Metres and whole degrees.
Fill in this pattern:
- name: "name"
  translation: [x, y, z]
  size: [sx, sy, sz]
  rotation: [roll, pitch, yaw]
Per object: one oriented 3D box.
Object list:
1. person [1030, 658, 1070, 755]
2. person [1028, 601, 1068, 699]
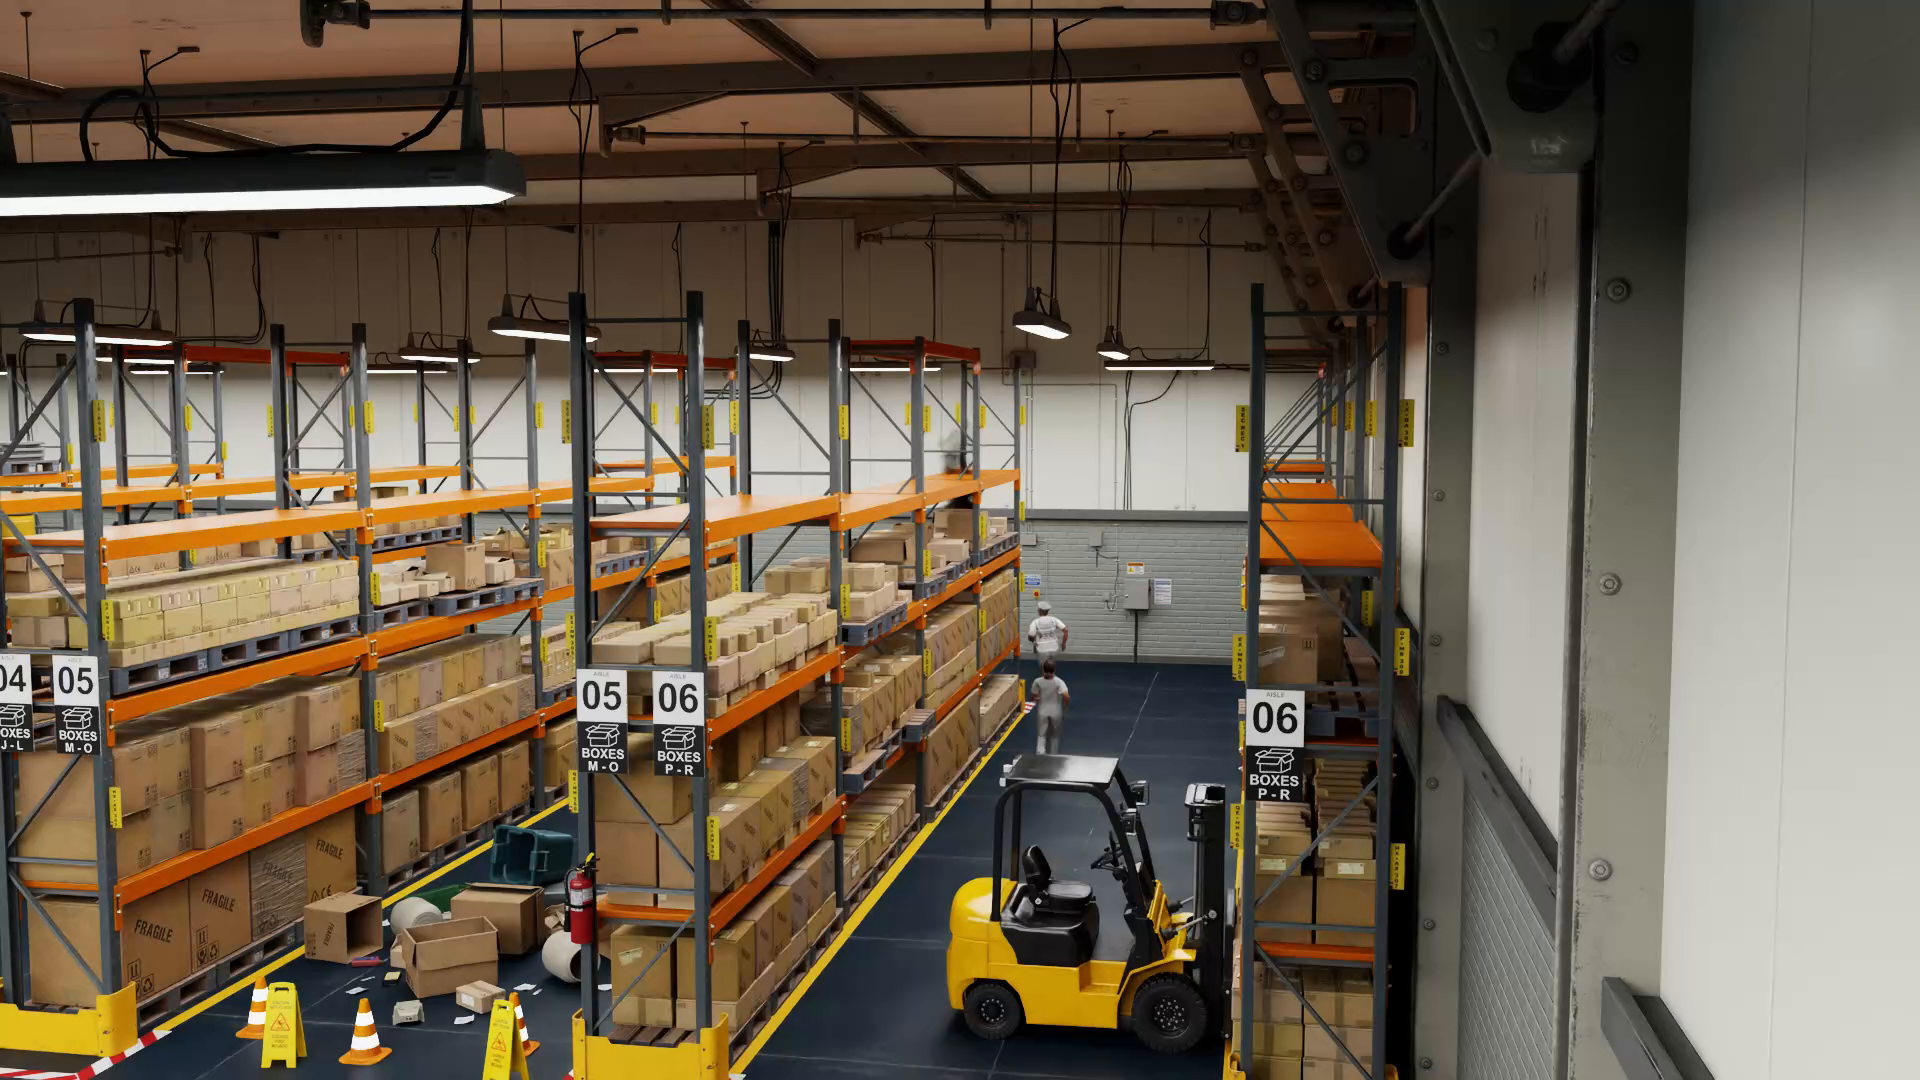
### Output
- name: "person"
  translation: [1.263, 2.471, 23.335]
  size: [0.575, 1.634, 0.793]
  rotation: [1, 5, 9]
- name: "person"
  translation: [1.478, 1.942, 29.090]
  size: [0.687, 1.775, 0.911]
  rotation: [-2, 5, -26]
